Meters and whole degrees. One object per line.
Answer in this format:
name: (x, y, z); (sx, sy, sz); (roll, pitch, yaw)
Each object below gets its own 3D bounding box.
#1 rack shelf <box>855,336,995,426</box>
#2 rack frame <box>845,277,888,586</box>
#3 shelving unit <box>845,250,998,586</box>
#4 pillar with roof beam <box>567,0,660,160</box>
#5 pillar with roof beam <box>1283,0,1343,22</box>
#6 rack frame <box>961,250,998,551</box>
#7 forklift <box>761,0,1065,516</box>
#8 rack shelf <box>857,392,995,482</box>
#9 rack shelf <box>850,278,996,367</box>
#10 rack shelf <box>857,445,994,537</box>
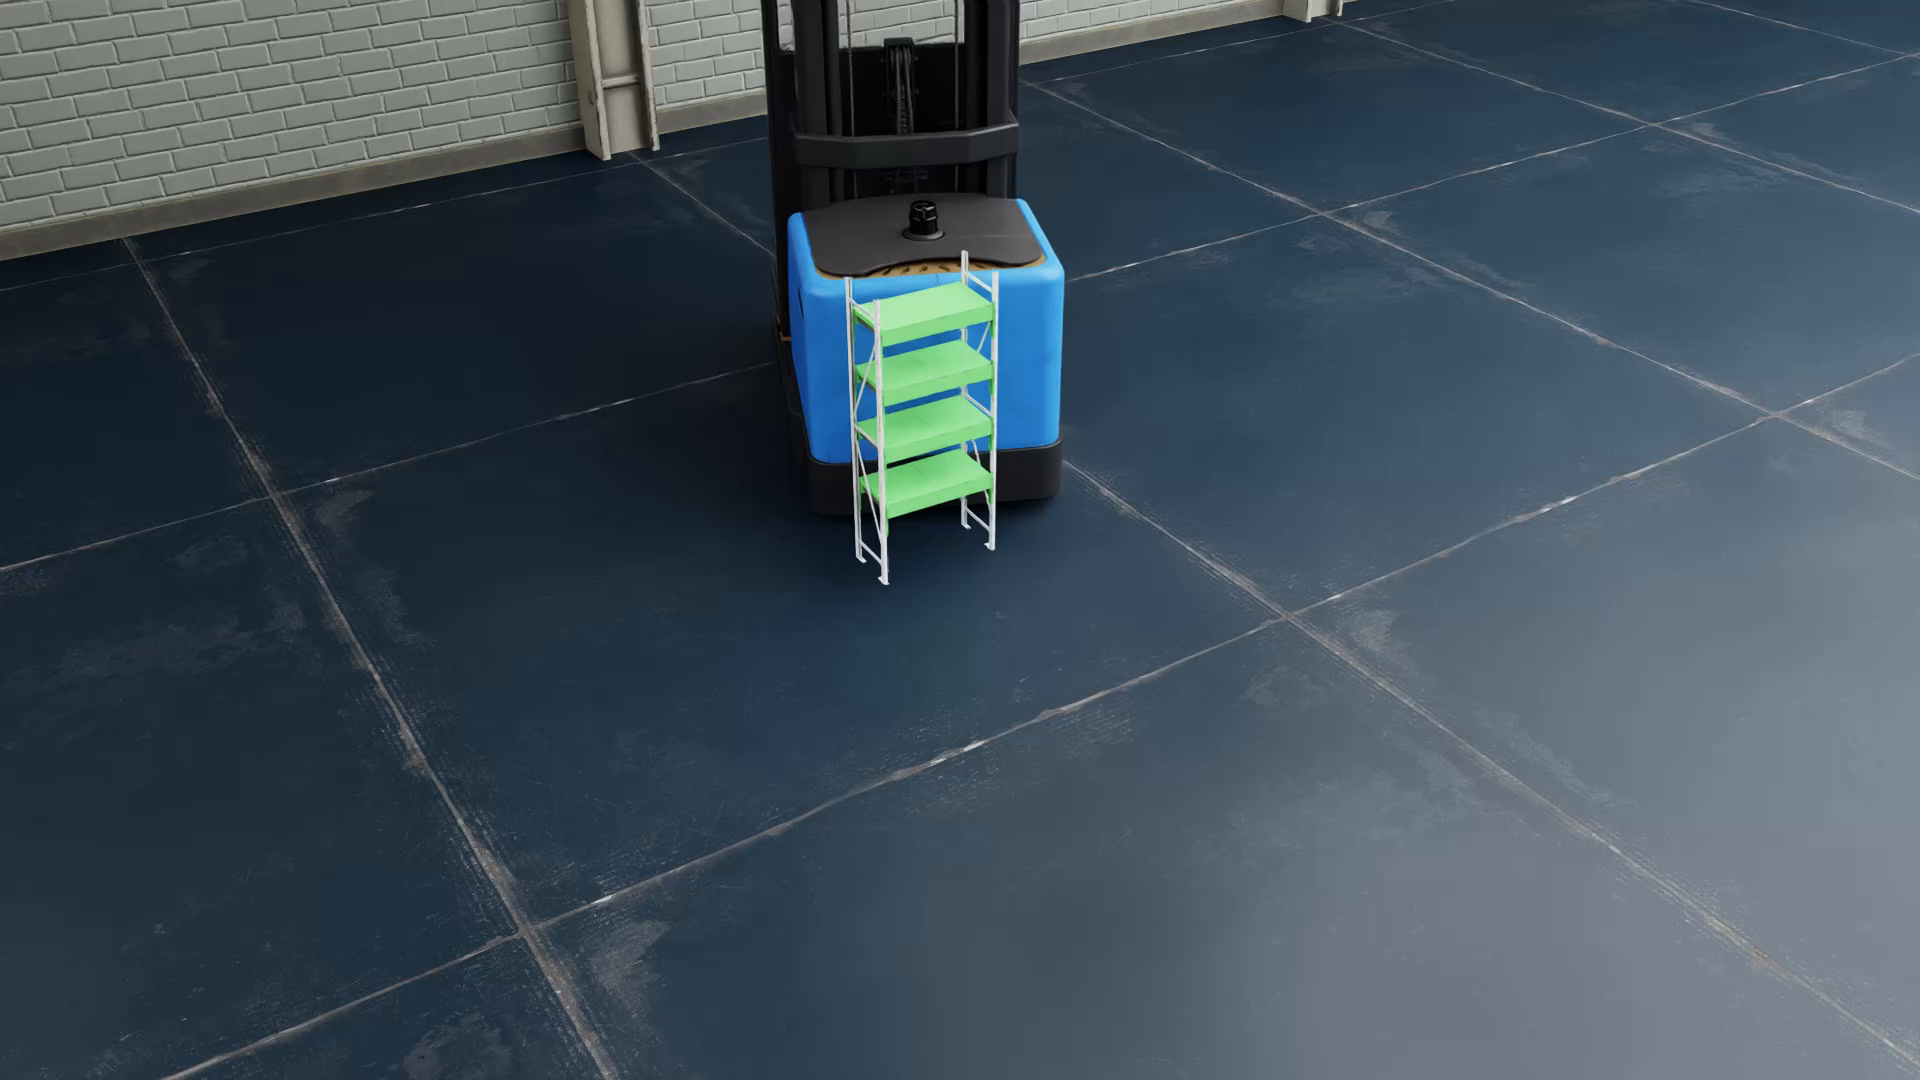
rack shelf: (-0.137, -0.602, 6.250); (0.480, 0.148, 0.258); (-17, 36, -25)
rack frame: (-0.348, -0.387, 6.239); (0.015, 1.200, 0.240); (-17, 36, -25)
shelving unit: (-0.137, -0.453, 6.344); (0.503, 1.200, 0.258); (-17, 36, -25)
pillar with roof beam: (0.145, -4.415, 5.315); (0.400, 9.000, 9.100); (-19, 37, -27)
pillar with roof beam: (5.188, -6.149, 8.064); (0.400, 9.000, 9.100); (-19, 37, -27)
rack frame: (0.073, -0.519, 6.448); (0.015, 1.200, 0.240); (-17, 36, -25)
forklift: (-0.331, -2.110, 7.347); (1.130, 2.935, 3.031); (-5, 33, -8)
rack shelf: (-0.137, -0.399, 6.378); (0.480, 0.148, 0.258); (-17, 36, -25)
rack shelf: (-0.137, -0.805, 6.122); (0.480, 0.148, 0.258); (-17, 36, -25)
rack shelf: (-0.137, -0.196, 6.506); (0.480, 0.148, 0.258); (-17, 36, -25)
